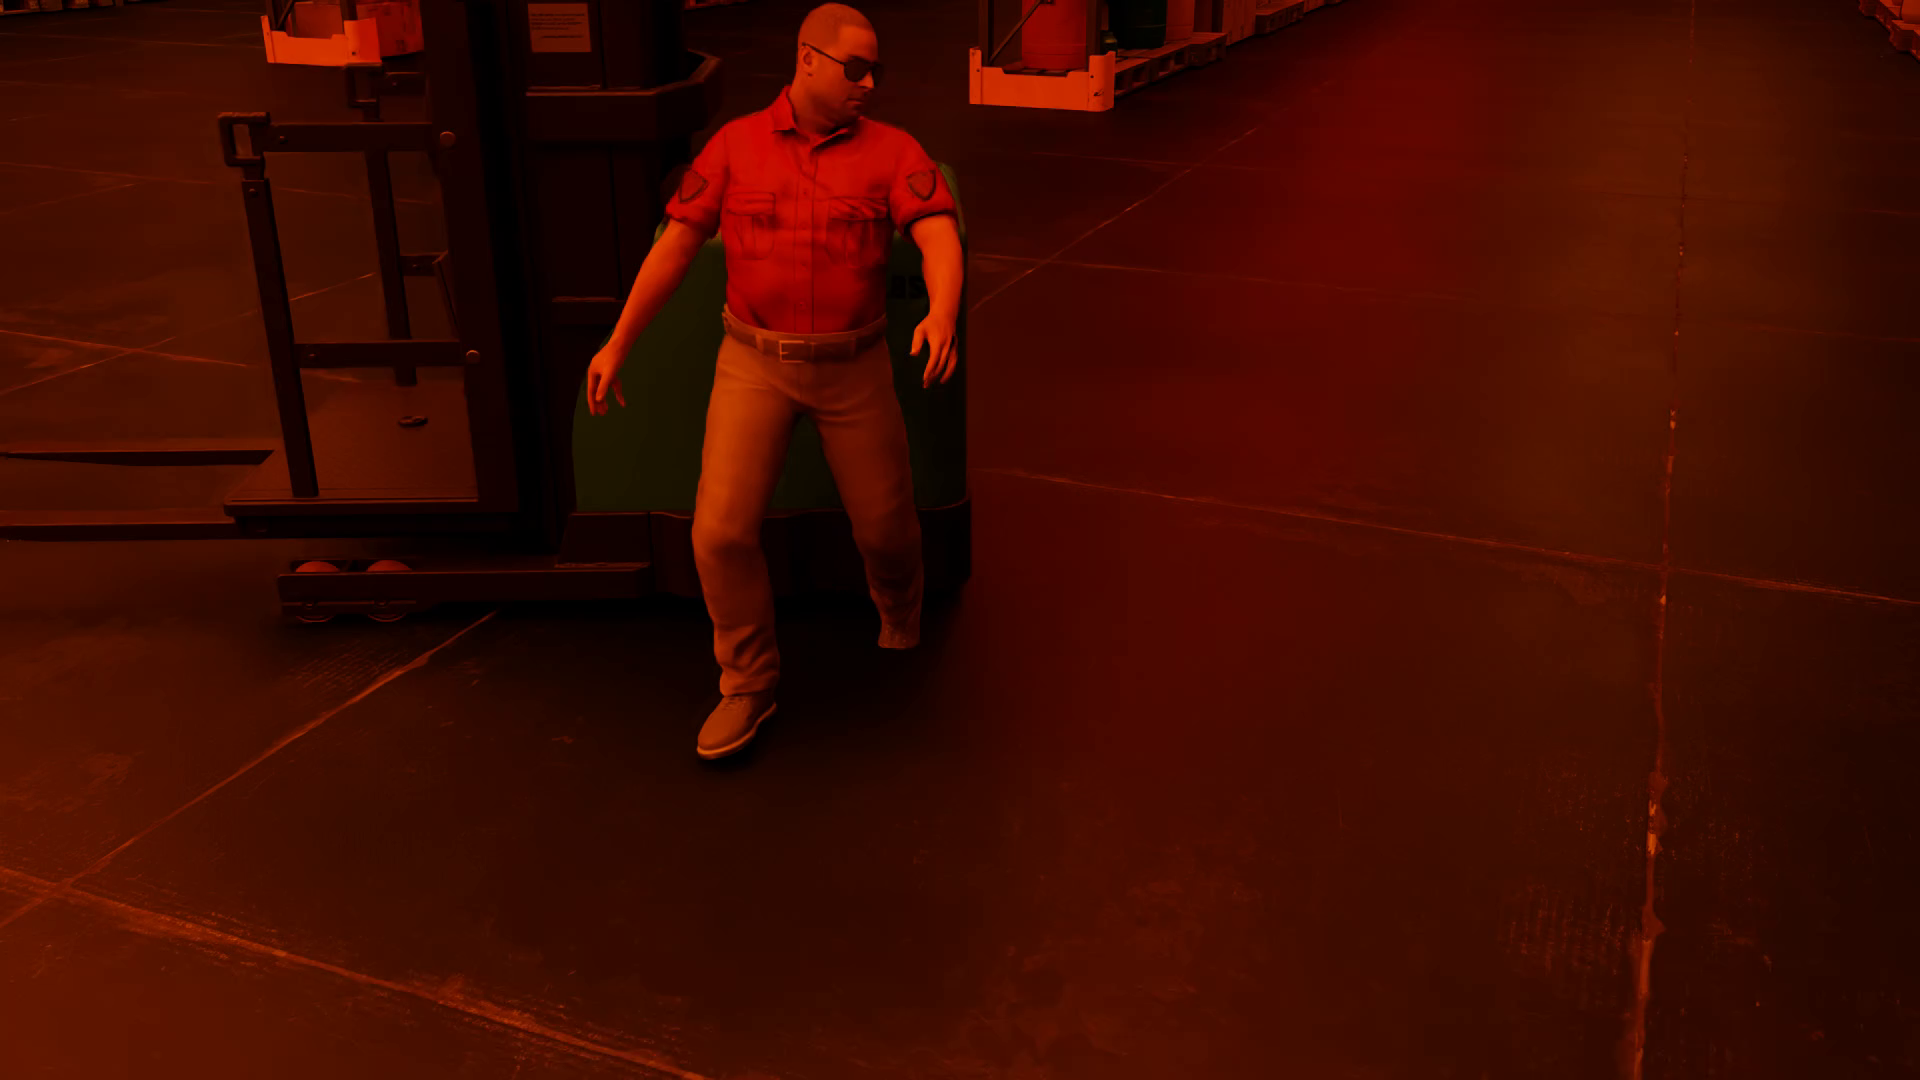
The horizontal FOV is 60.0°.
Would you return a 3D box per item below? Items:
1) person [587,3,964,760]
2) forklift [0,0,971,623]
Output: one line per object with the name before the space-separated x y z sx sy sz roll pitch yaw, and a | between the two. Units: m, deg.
person | -0.428 -0.315 3.850 0.866 1.748 0.840 -1 23 -3
forklift | -1.499 -1.332 4.480 3.031 2.935 1.130 -1 23 -2
